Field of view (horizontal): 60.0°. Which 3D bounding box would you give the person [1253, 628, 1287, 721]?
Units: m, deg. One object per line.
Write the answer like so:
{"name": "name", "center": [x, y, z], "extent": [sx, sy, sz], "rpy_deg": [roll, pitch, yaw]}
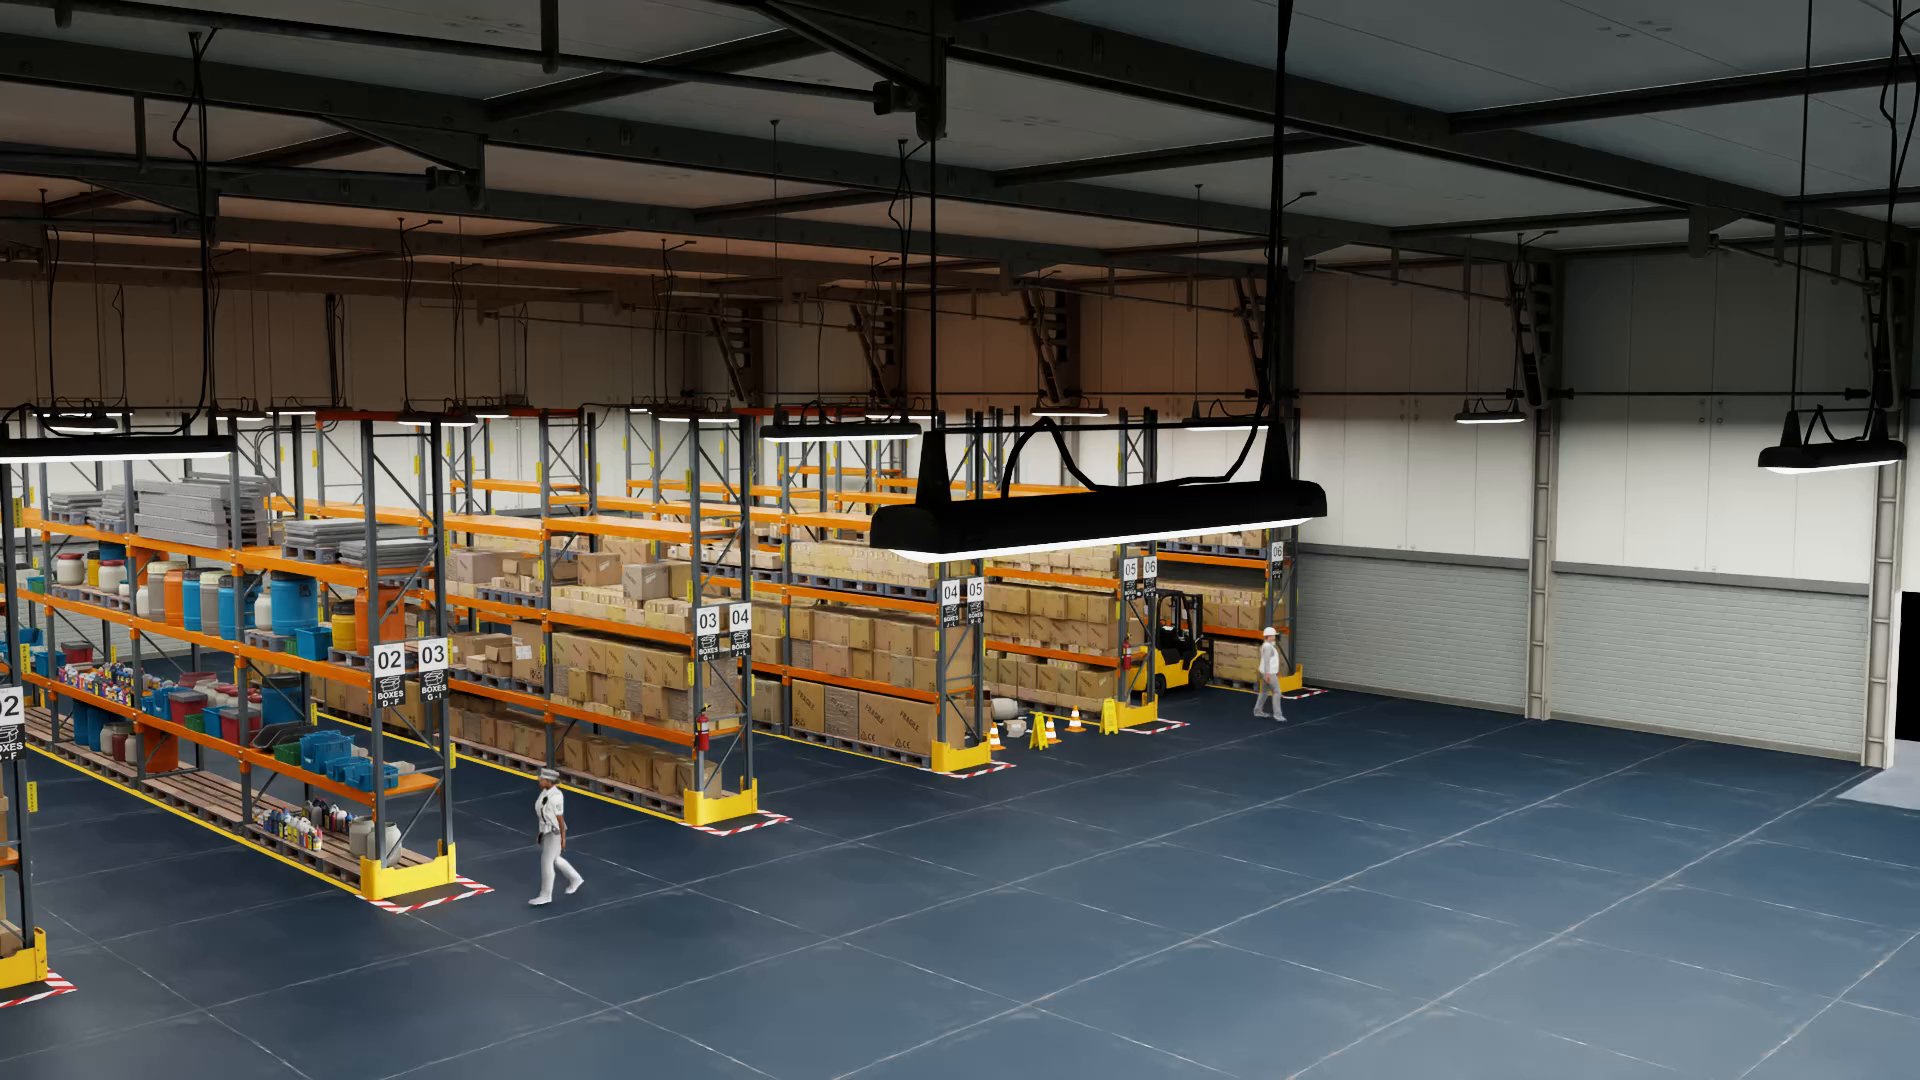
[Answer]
{"name": "person", "center": [6.028, 2.612, 32.303], "extent": [0.629, 1.831, 0.561], "rpy_deg": [0, 5, -2]}

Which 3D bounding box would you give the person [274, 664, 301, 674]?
{"name": "person", "center": [-12.638, 2.725, 31.324], "extent": [0.529, 1.600, 1.043], "rpy_deg": [-5, 7, -43]}

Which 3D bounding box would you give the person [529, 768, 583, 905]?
{"name": "person", "center": [-5.066, 3.657, 20.785], "extent": [0.776, 1.661, 0.438], "rpy_deg": [-3, 6, -31]}
